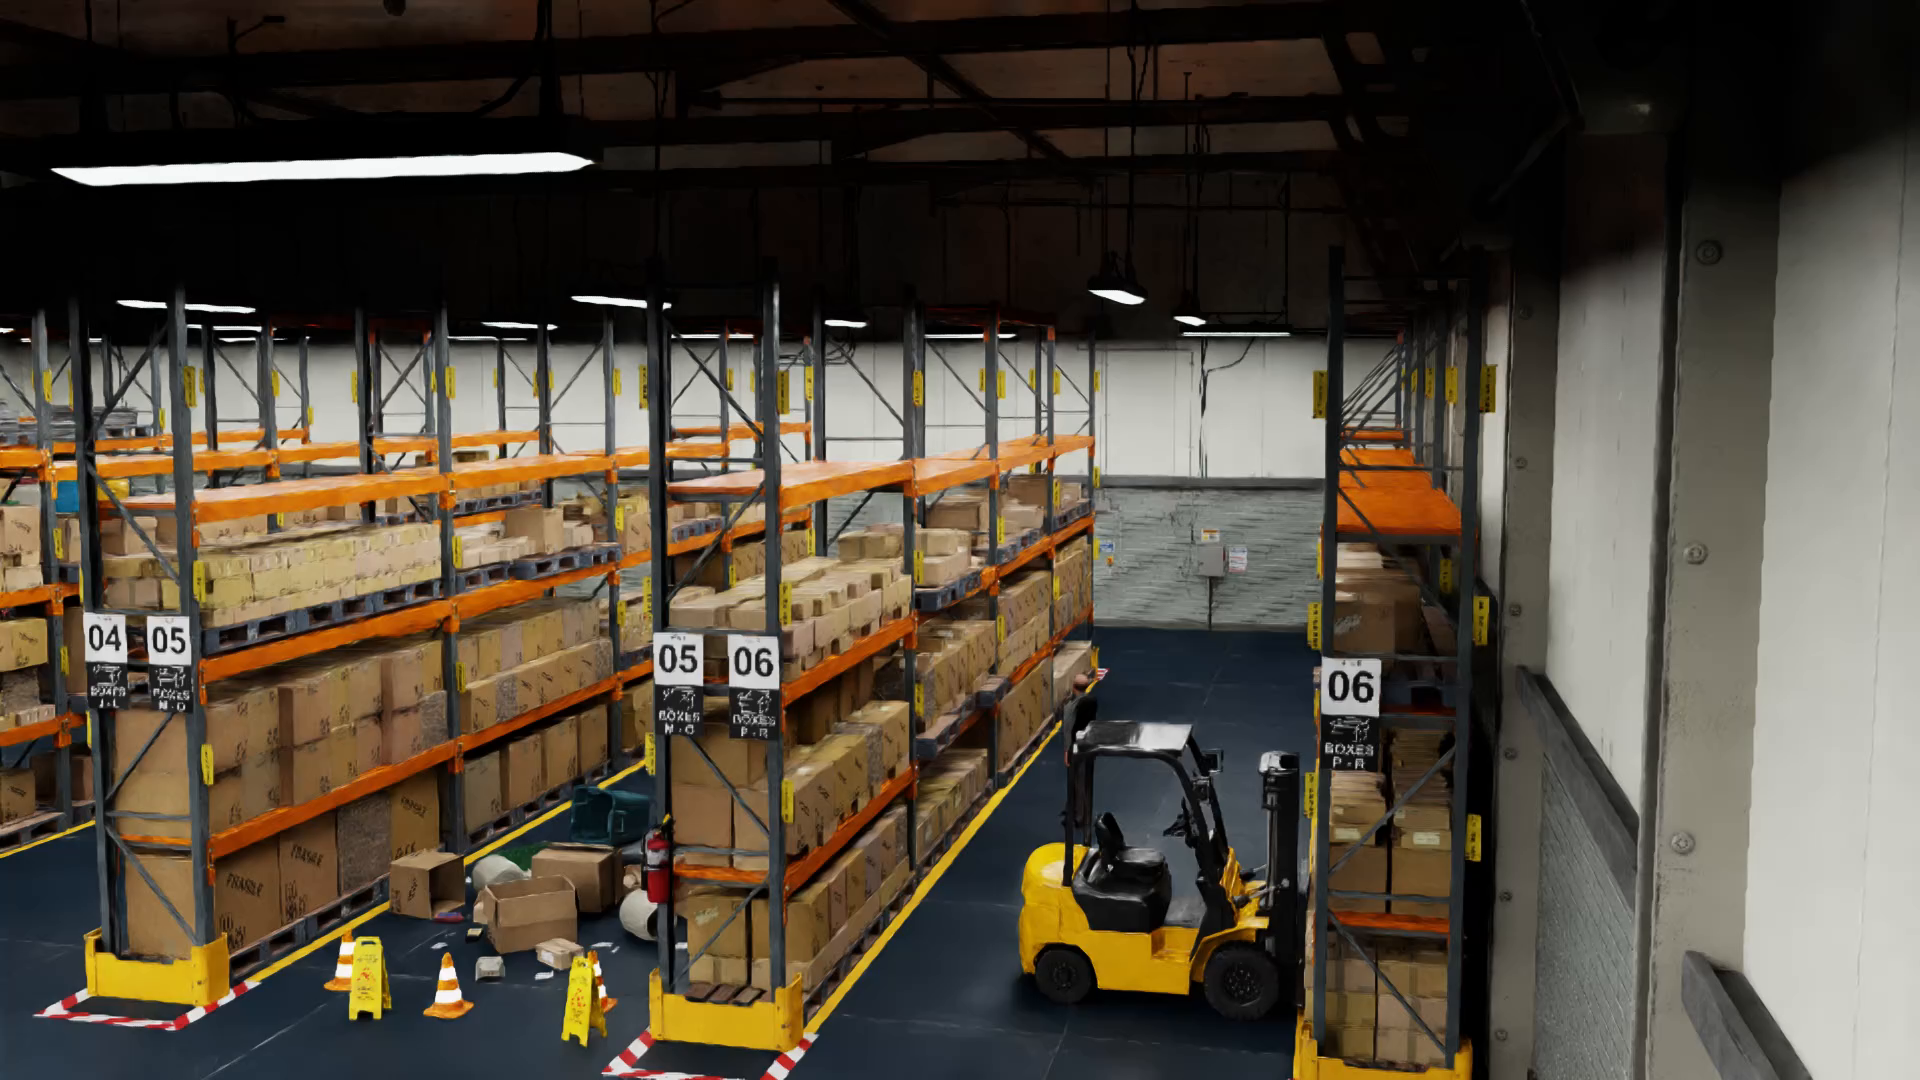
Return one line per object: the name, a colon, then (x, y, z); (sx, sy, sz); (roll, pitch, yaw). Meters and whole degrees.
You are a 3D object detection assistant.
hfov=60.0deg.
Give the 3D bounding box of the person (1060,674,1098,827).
person: (1.324, 2.377, 18.992); (0.499, 1.724, 0.578); (5, 8, 43)
